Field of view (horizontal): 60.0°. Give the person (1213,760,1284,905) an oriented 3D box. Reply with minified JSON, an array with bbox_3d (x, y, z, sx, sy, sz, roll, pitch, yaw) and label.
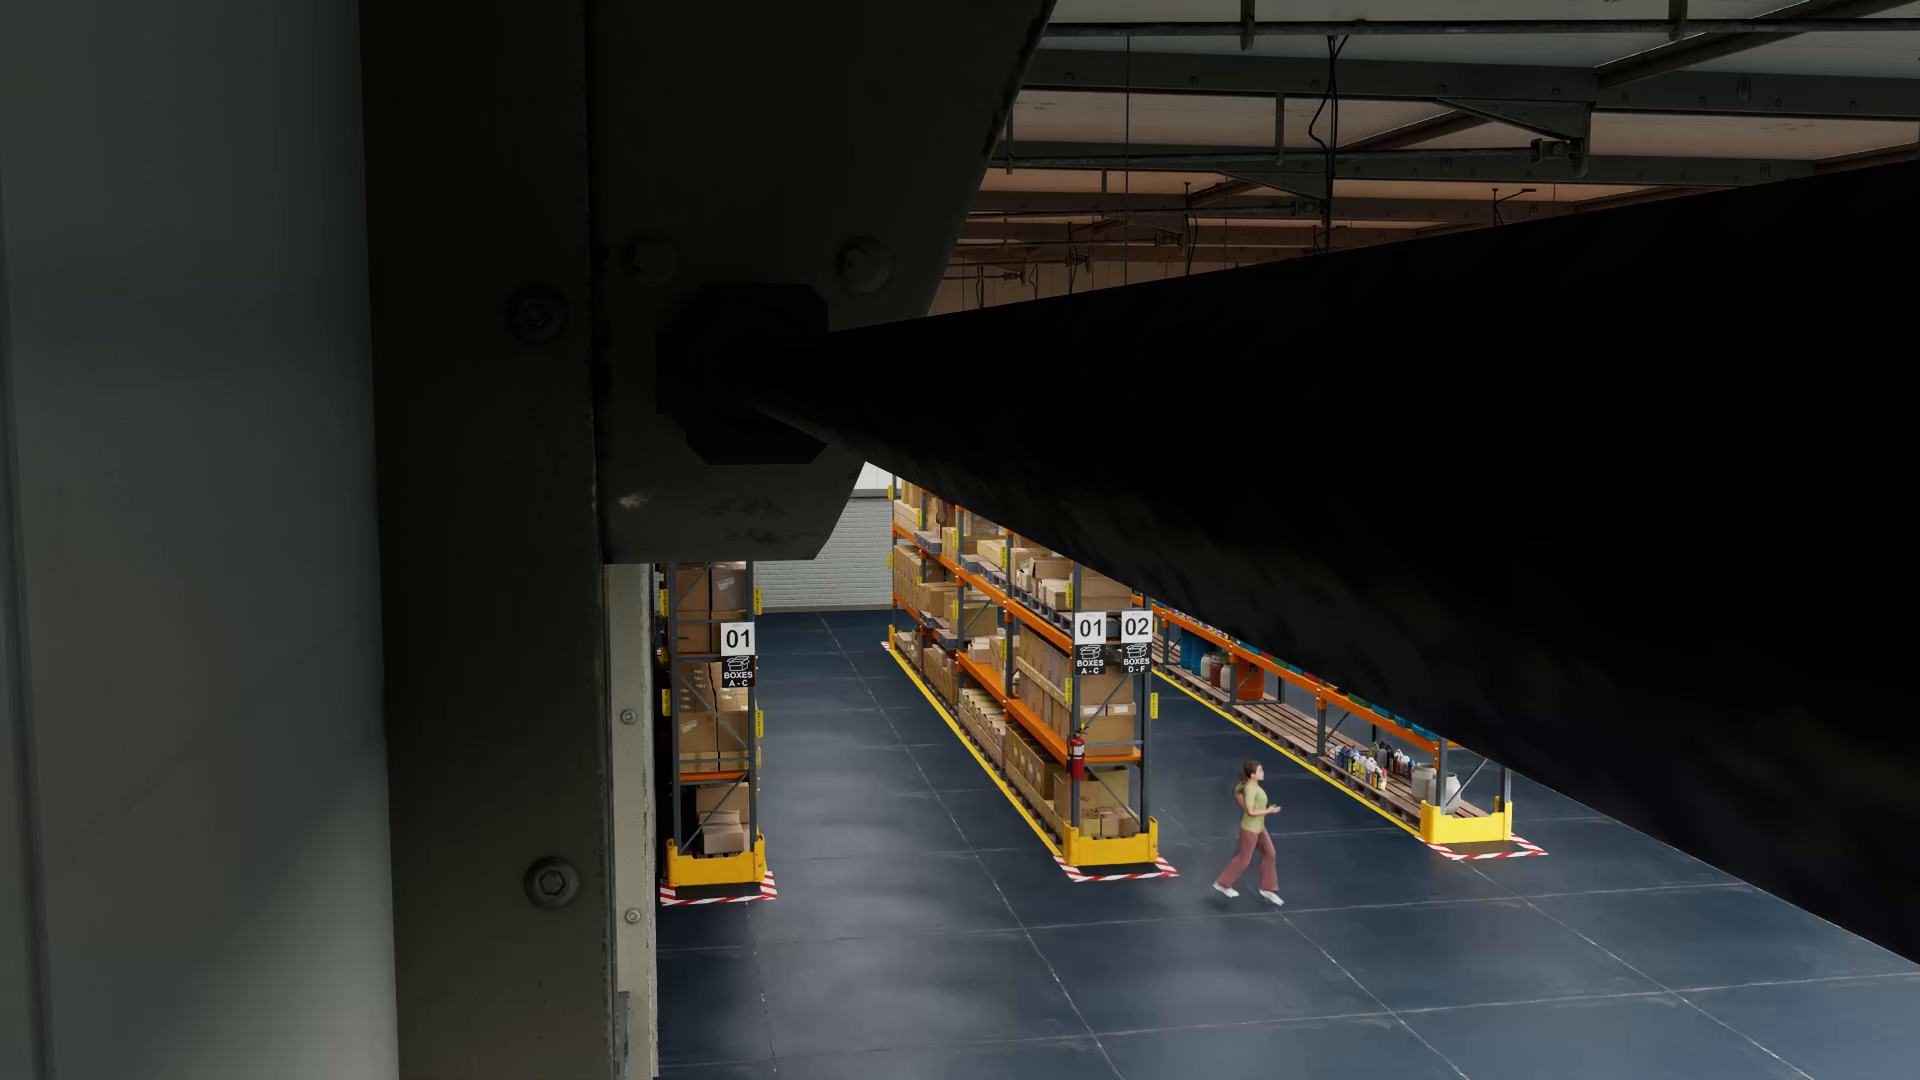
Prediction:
[{"bbox_3d":[3.369,3.409,19.366,0.818,1.723,0.565,2,6,18],"label":"person"}]
